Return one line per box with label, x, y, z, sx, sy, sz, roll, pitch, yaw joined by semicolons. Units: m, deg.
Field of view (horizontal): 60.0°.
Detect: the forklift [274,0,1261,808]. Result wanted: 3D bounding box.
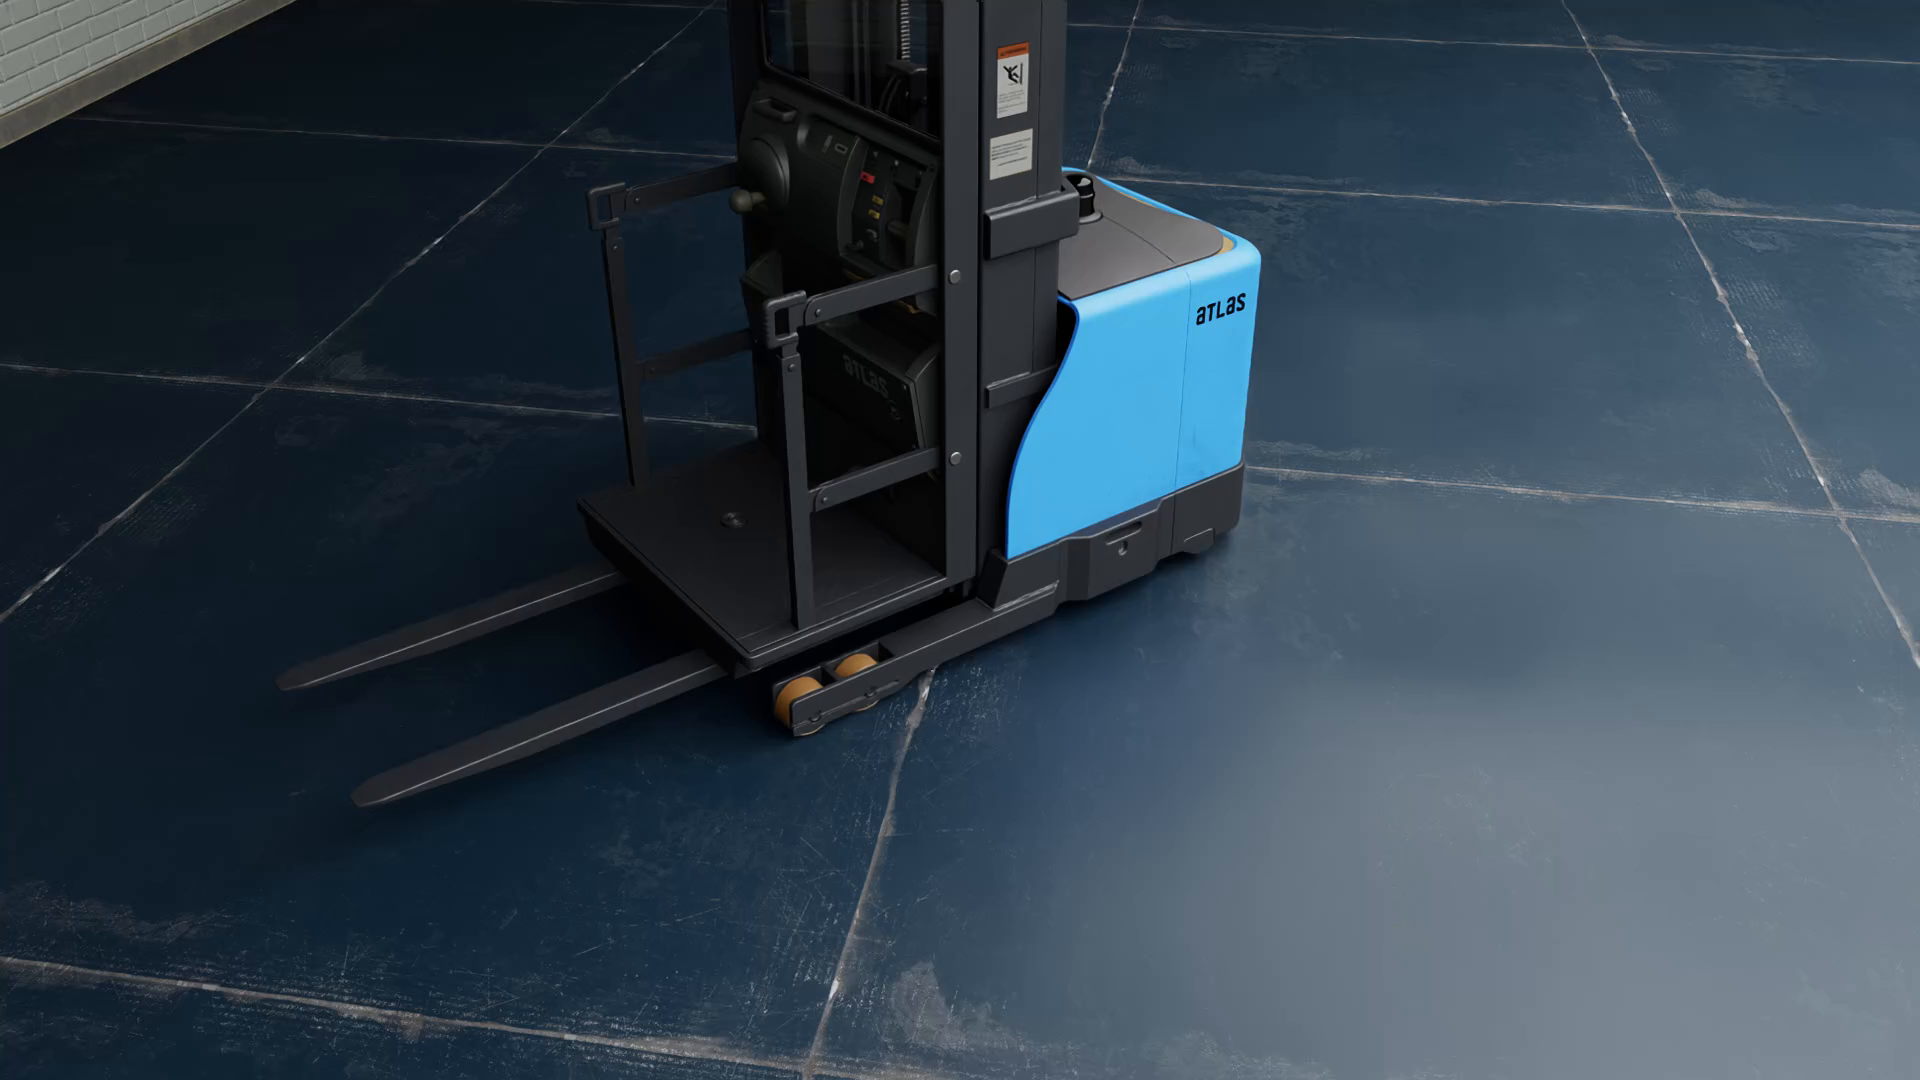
forklift;-0.524;-0.993;4.574;3.031;2.935;1.130;-22;38;-30
